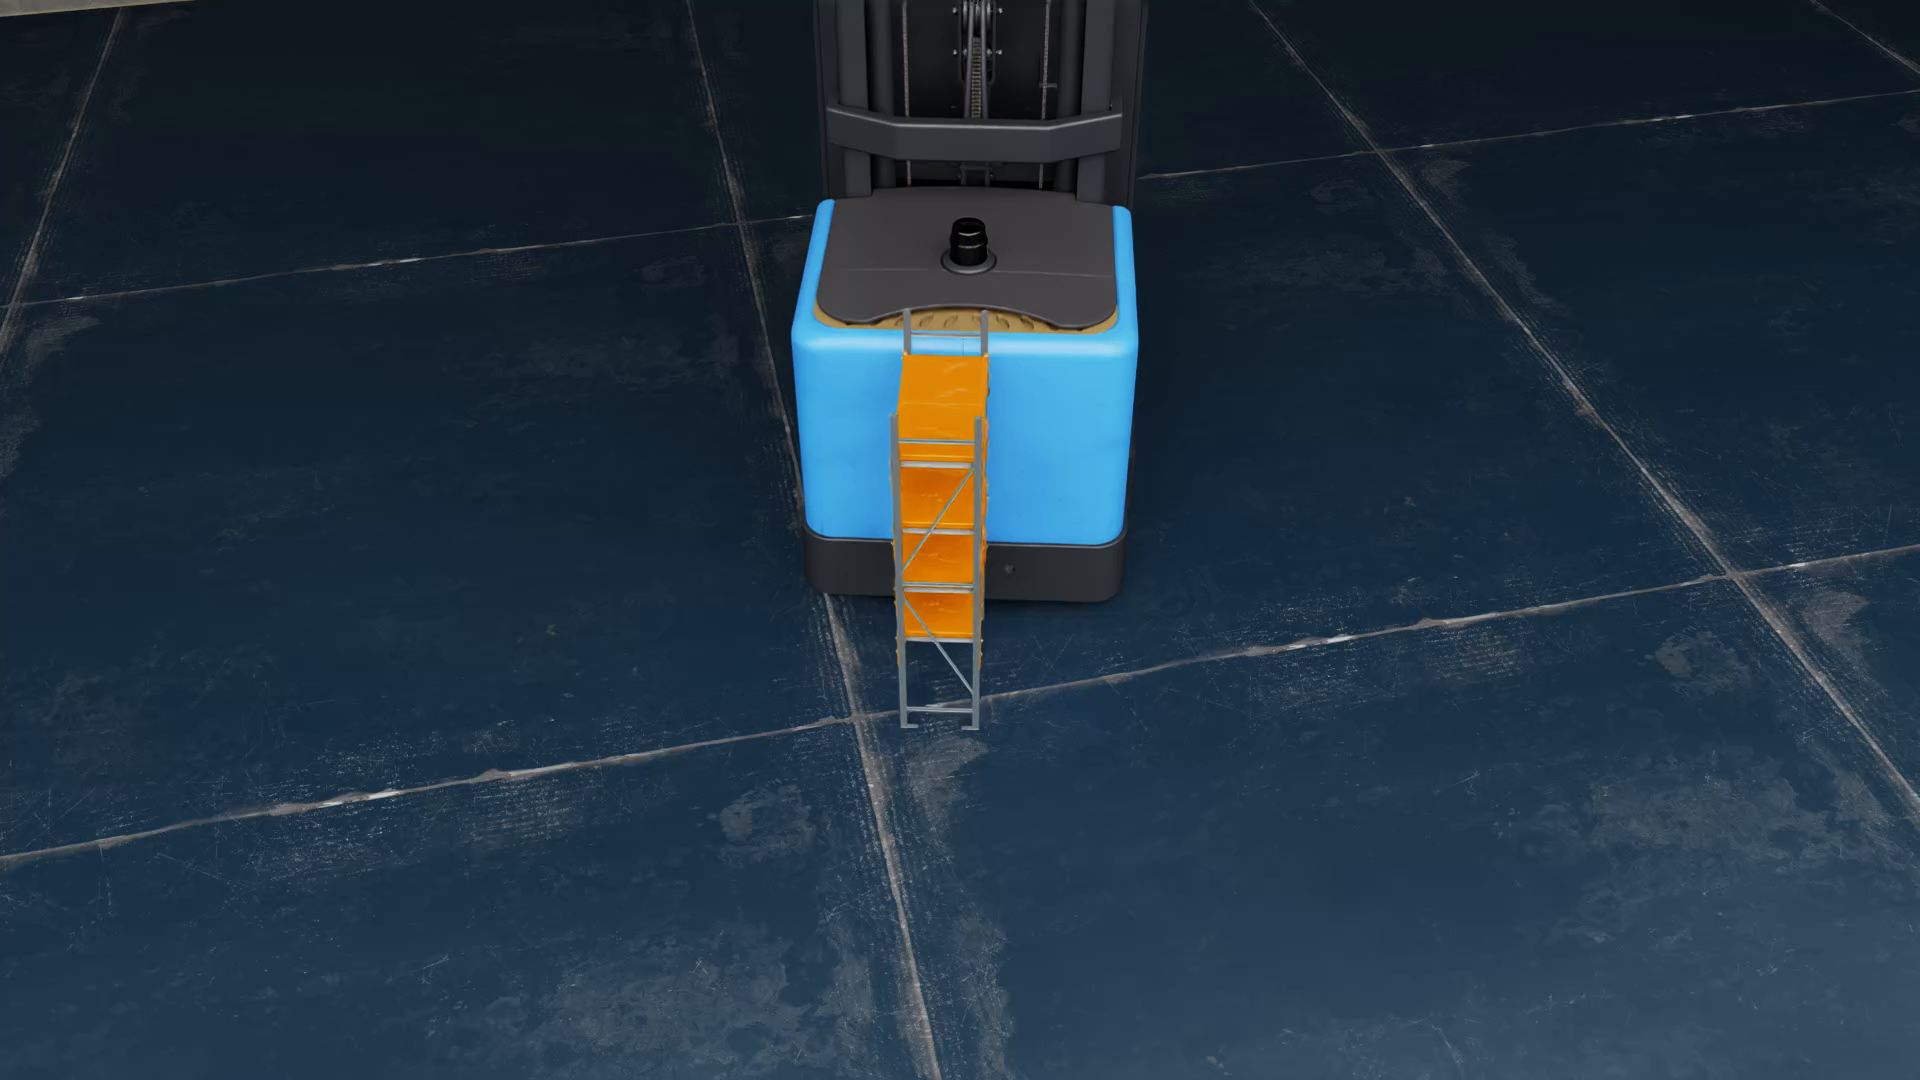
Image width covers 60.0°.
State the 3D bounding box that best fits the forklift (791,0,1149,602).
[{"bbox_3d":[0.075,-1.856,5.633,1.130,2.935,3.031,2,42,2],"label":"forklift"}]

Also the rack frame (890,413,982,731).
[{"bbox_3d":[-0.062,0.128,4.702,0.240,1.200,0.015,2,42,2],"label":"rack frame"}]

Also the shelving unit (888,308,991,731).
[{"bbox_3d":[-0.051,-0.034,4.884,0.258,1.200,0.503,2,42,2],"label":"shelving unit"}]

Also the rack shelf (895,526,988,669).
[{"bbox_3d":[-0.051,0.165,5.061,0.258,0.148,0.480,2,42,2],"label":"rack shelf"}]

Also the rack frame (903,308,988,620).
[{"bbox_3d":[-0.040,-0.196,5.067,0.240,1.200,0.015,2,42,2],"label":"rack frame"}]

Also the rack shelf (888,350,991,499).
[{"bbox_3d":[-0.051,-0.328,4.623,0.258,0.148,0.480,2,42,2],"label":"rack shelf"}]

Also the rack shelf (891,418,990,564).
[{"bbox_3d":[-0.051,-0.151,4.780,0.258,0.148,0.480,2,42,2],"label":"rack shelf"}]

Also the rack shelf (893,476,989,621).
[{"bbox_3d":[-0.051,0.017,4.929,0.258,0.148,0.480,2,42,2],"label":"rack shelf"}]
